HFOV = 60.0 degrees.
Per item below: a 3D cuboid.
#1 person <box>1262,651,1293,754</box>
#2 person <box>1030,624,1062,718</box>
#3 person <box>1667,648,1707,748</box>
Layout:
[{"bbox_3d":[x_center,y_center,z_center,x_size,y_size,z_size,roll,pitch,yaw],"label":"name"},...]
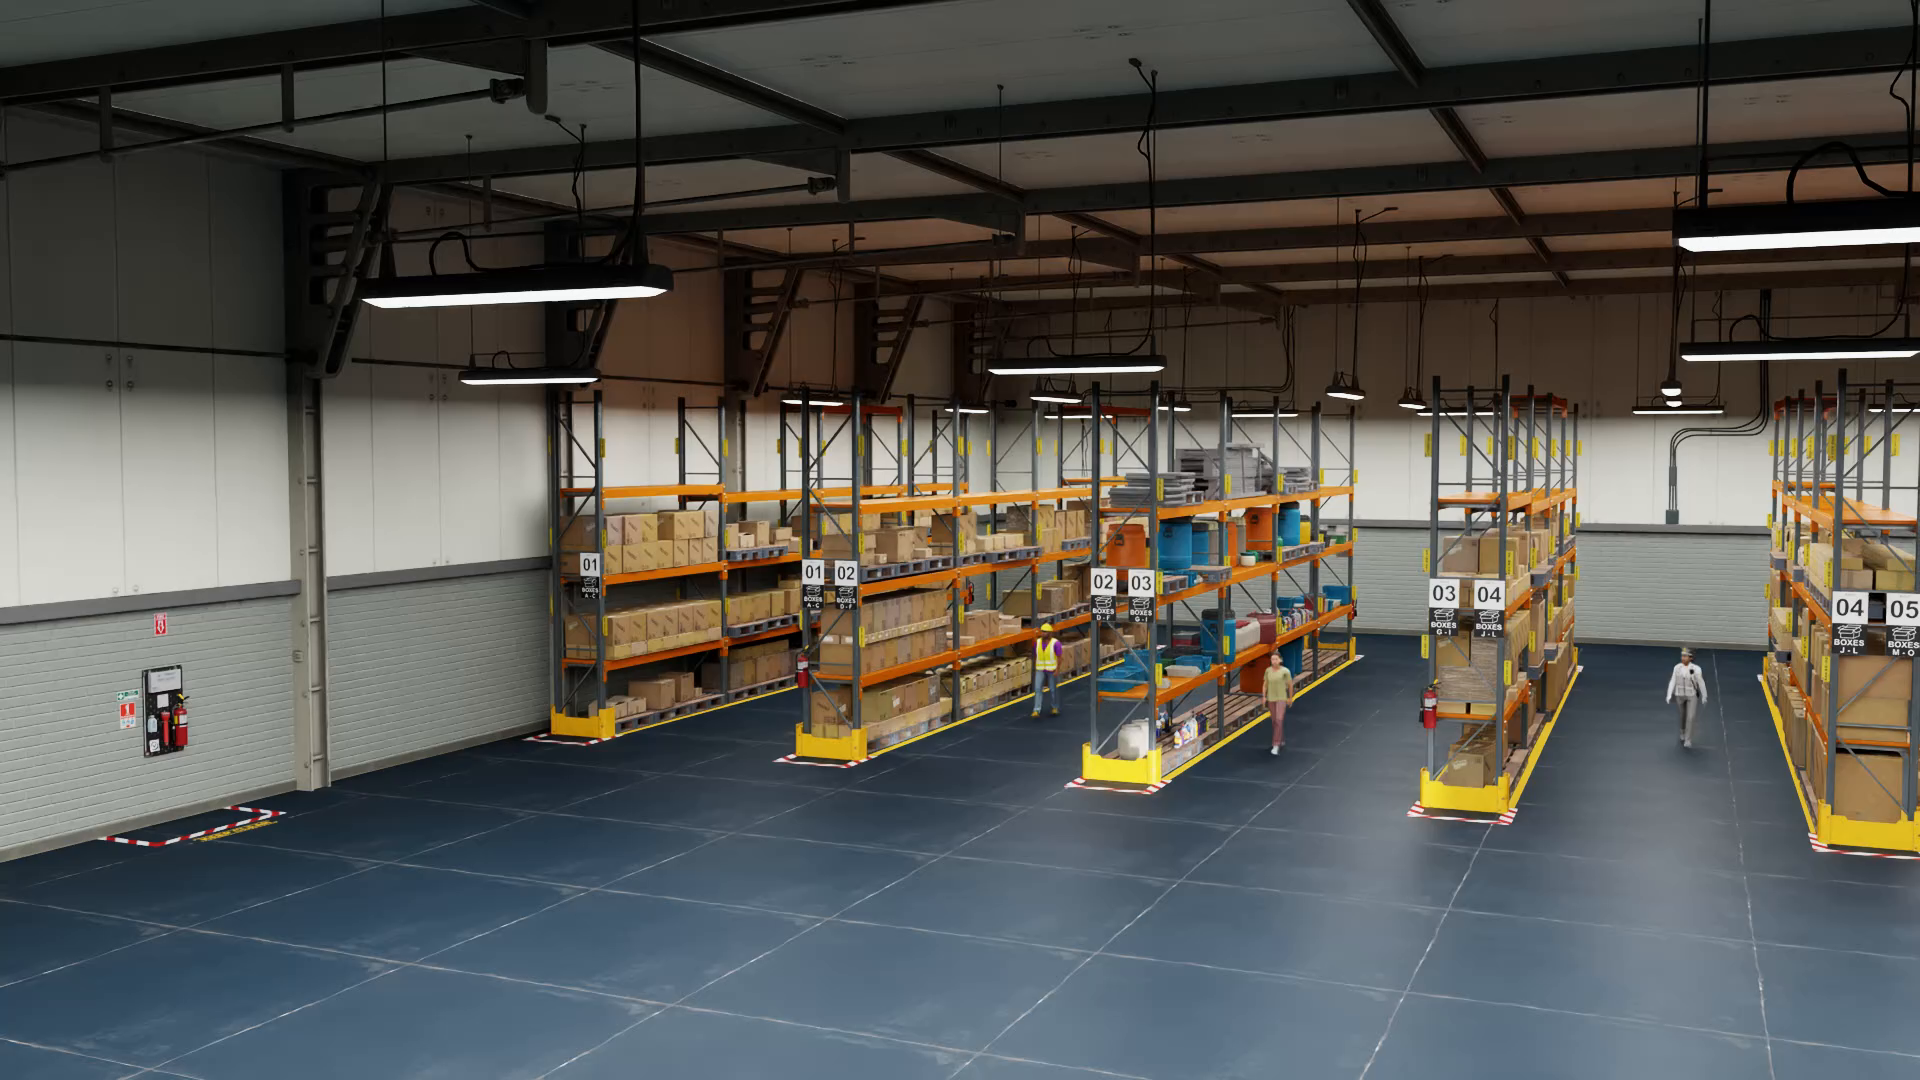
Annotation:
[{"bbox_3d":[5.182,2.647,27.382,0.461,1.633,0.905,2,4,36],"label":"person"},{"bbox_3d":[1.595,2.419,30.830,0.596,1.719,1.009,1,3,20],"label":"person"},{"bbox_3d":[12.232,2.616,27.973,0.593,1.620,1.046,2,4,32],"label":"person"}]
